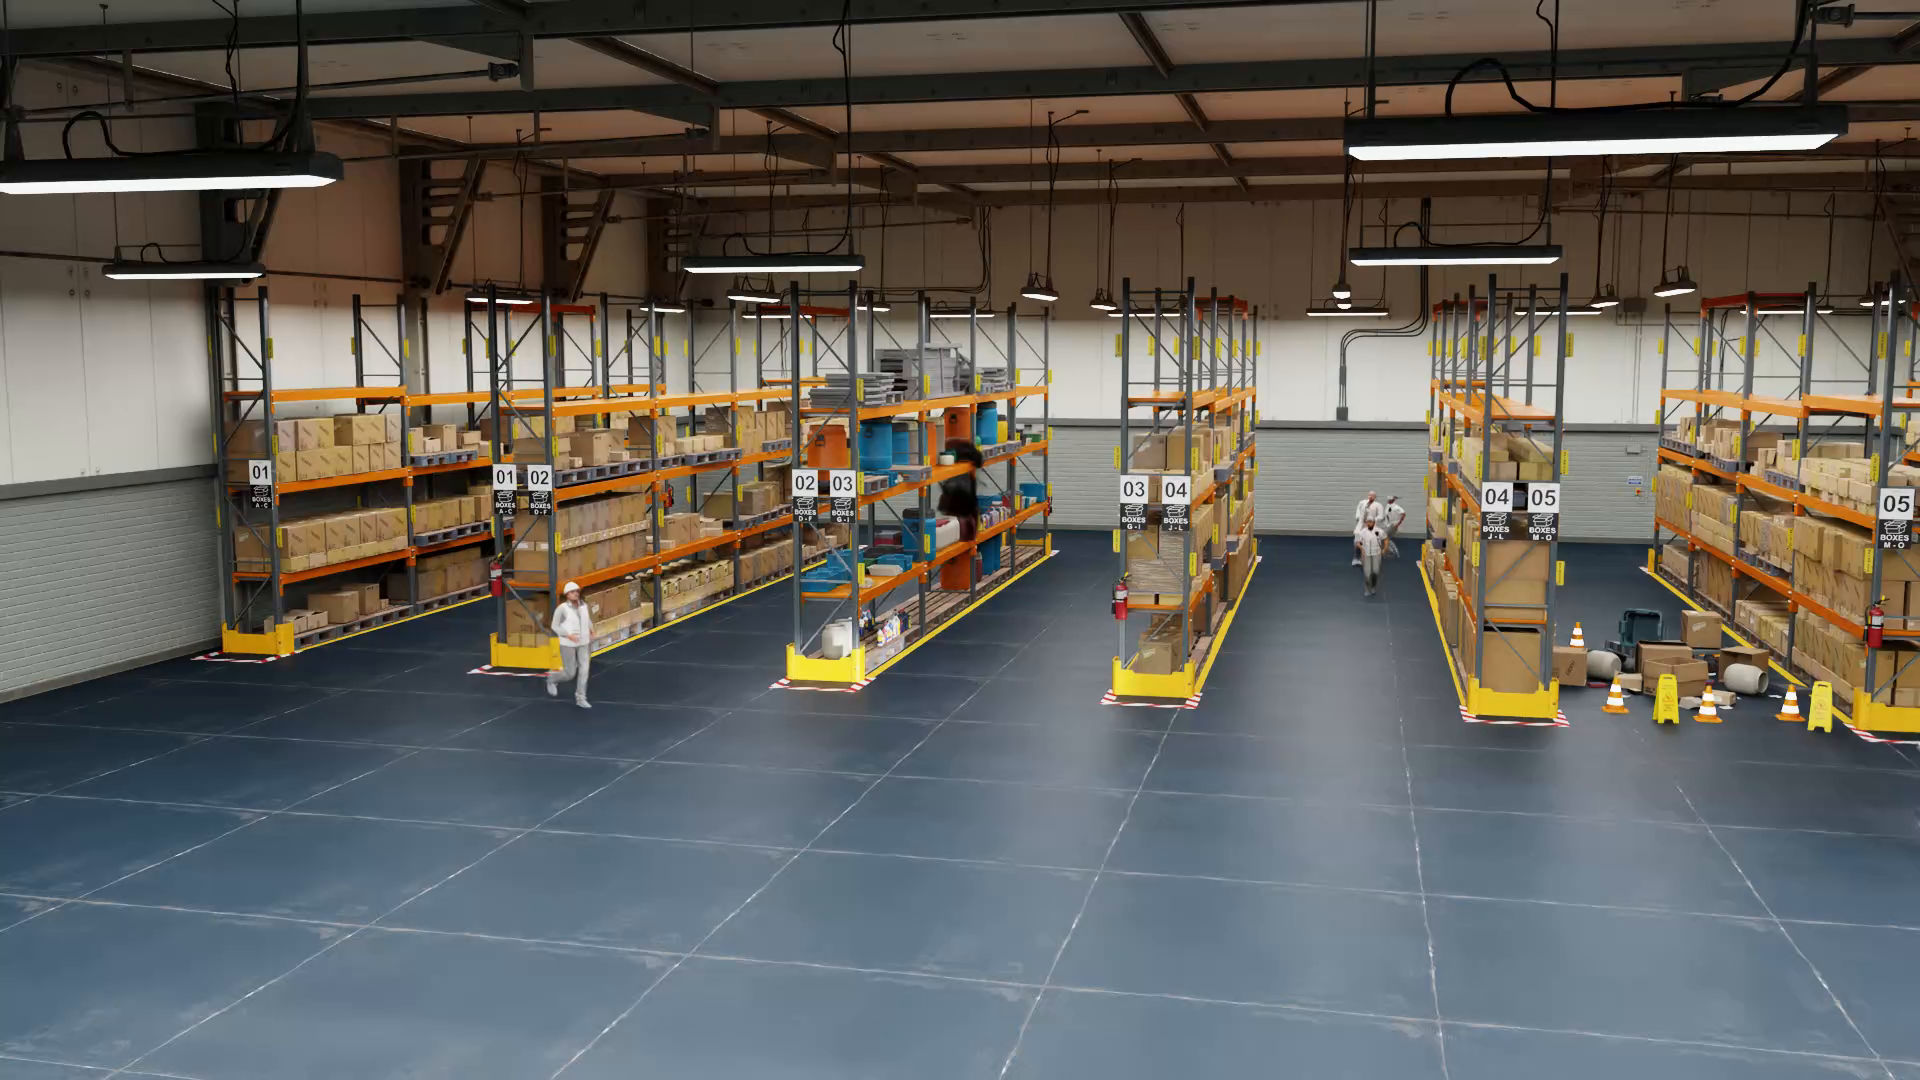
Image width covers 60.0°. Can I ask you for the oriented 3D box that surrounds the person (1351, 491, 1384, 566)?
[{"bbox_3d":[9.417,-0.255,38.326,0.722,1.788,0.708,4,8,29],"label":"person"}]

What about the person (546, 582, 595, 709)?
[{"bbox_3d":[-5.454,1.463,23.406,0.821,1.769,0.669,6,9,44],"label":"person"}]

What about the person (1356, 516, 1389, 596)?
[{"bbox_3d":[8.335,0.334,33.680,0.618,1.614,0.588,2,7,19],"label":"person"}]

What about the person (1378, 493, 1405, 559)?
[{"bbox_3d":[10.236,-0.330,39.536,0.642,1.588,0.738,-1,7,-5],"label":"person"}]
